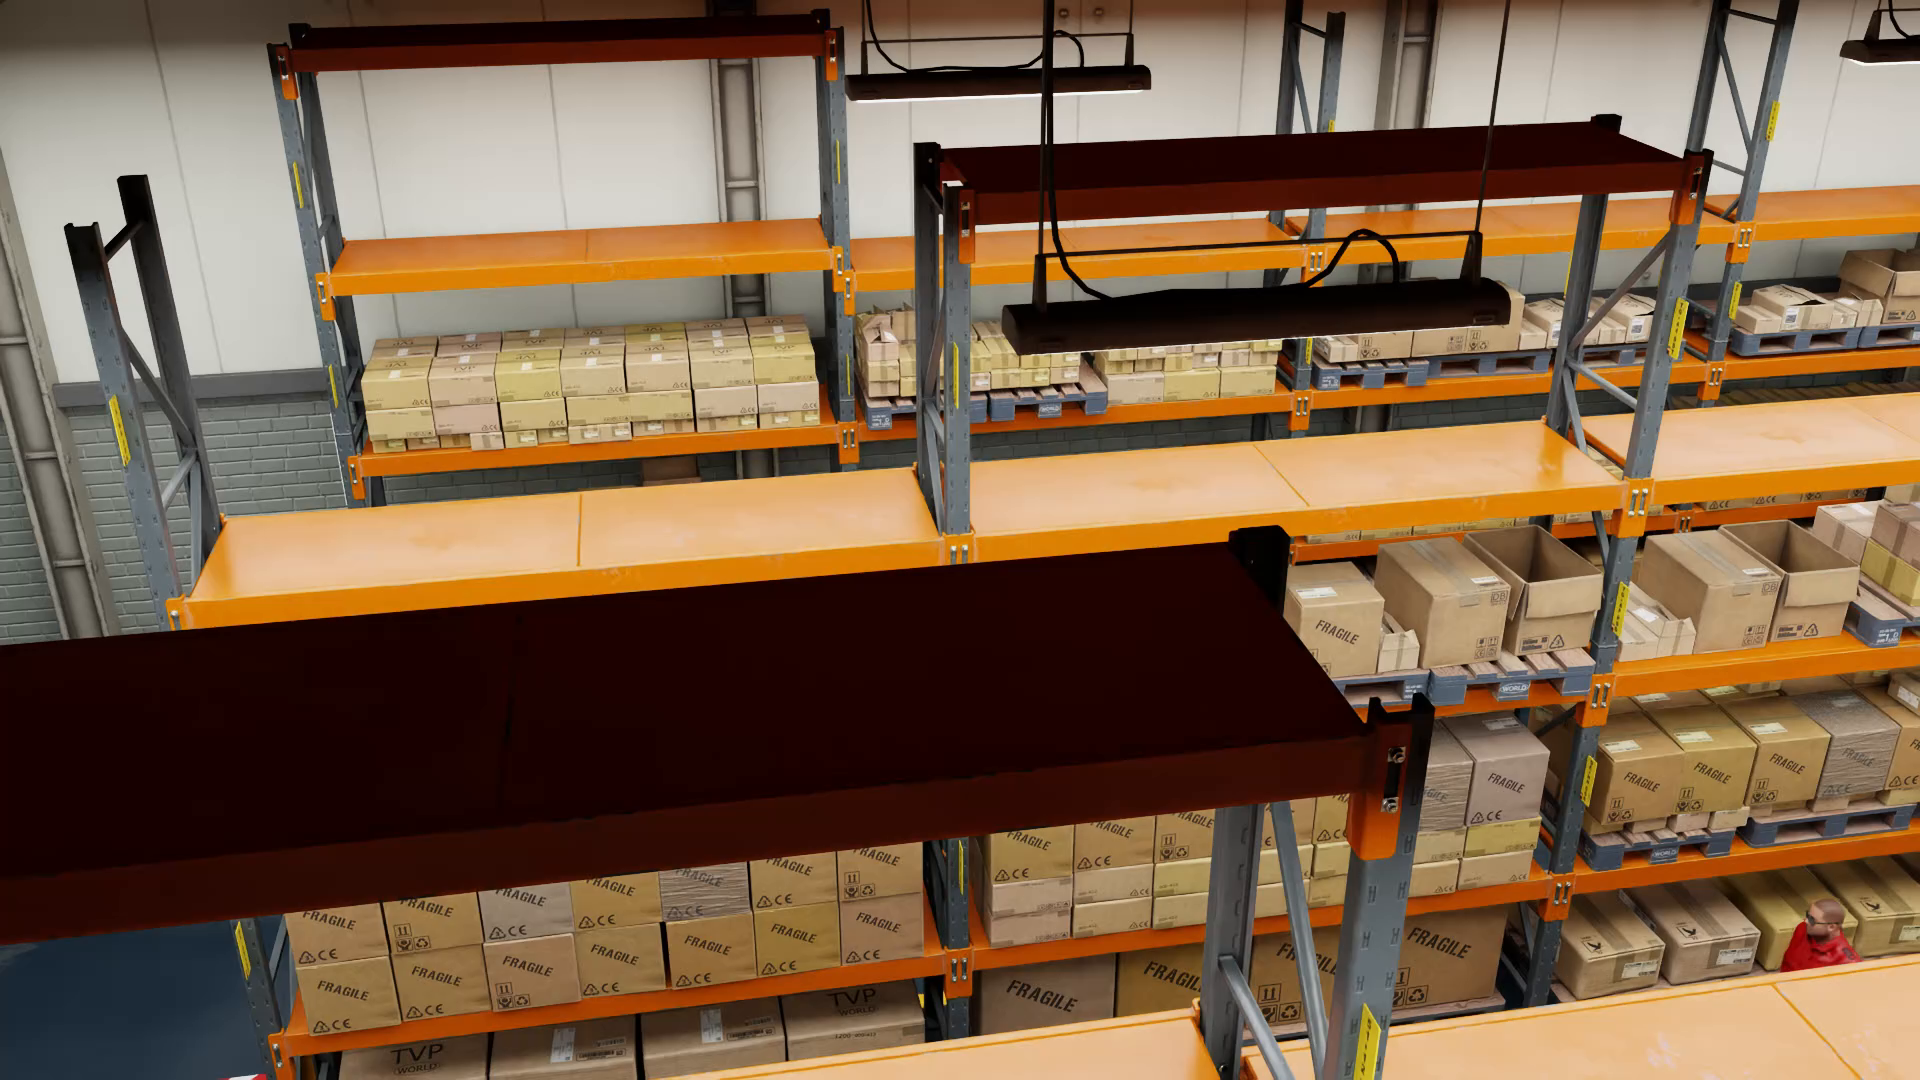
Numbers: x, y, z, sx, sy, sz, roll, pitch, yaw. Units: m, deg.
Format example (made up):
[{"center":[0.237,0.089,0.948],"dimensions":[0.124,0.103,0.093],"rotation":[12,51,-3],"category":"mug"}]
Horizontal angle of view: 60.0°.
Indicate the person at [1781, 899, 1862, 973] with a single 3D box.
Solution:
[{"center":[5.259,2.941,10.225],"dimensions":[0.483,1.718,0.570],"rotation":[-9,27,-17],"category":"person"}]
